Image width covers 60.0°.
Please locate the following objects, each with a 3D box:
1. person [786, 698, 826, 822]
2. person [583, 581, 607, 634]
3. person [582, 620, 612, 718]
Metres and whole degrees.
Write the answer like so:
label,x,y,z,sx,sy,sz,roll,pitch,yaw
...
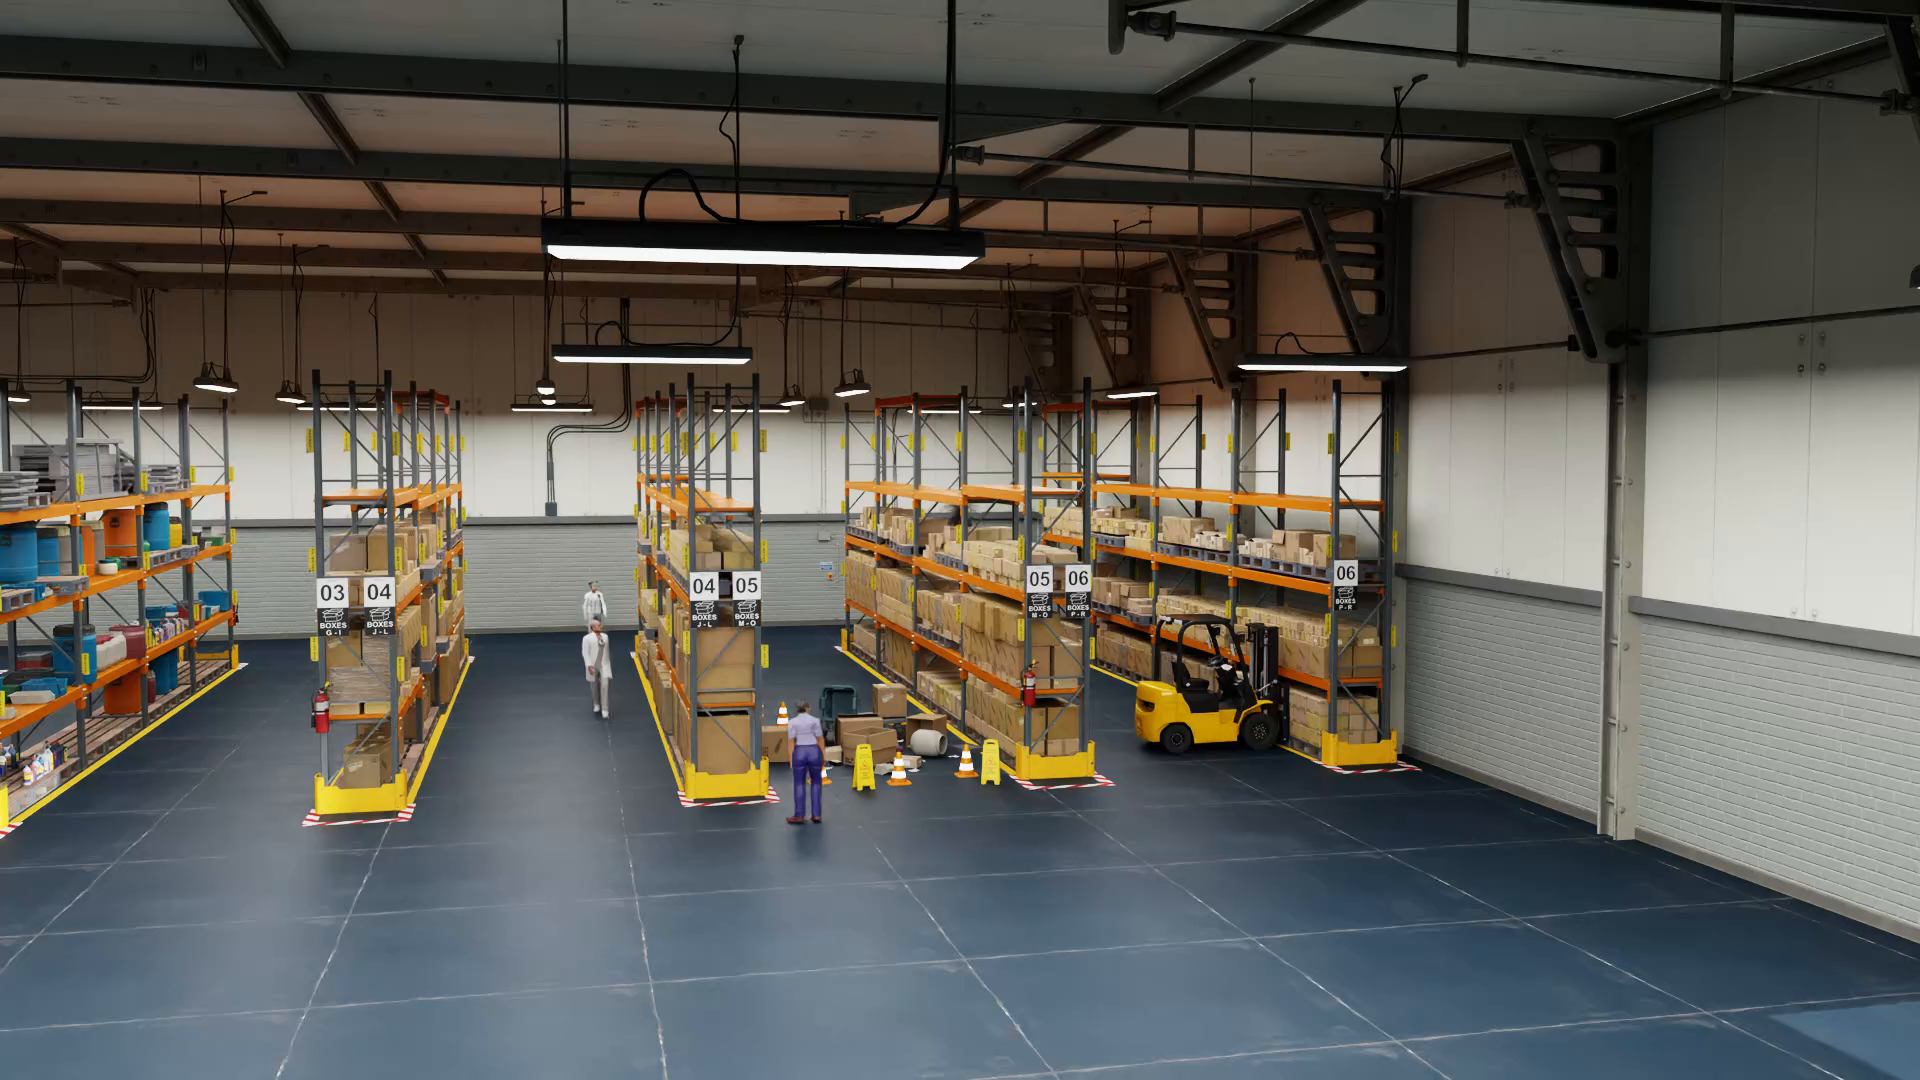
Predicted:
label,x,y,z,sx,sy,sz,roll,pitch,yaw
person,-2.041,2.925,22.029,0.532,1.668,0.378,0,3,-4
person,-8.988,1.811,40.910,0.561,1.636,0.983,-1,3,-14
person,-6.678,2.347,30.615,0.537,1.742,1.019,-1,3,-10
